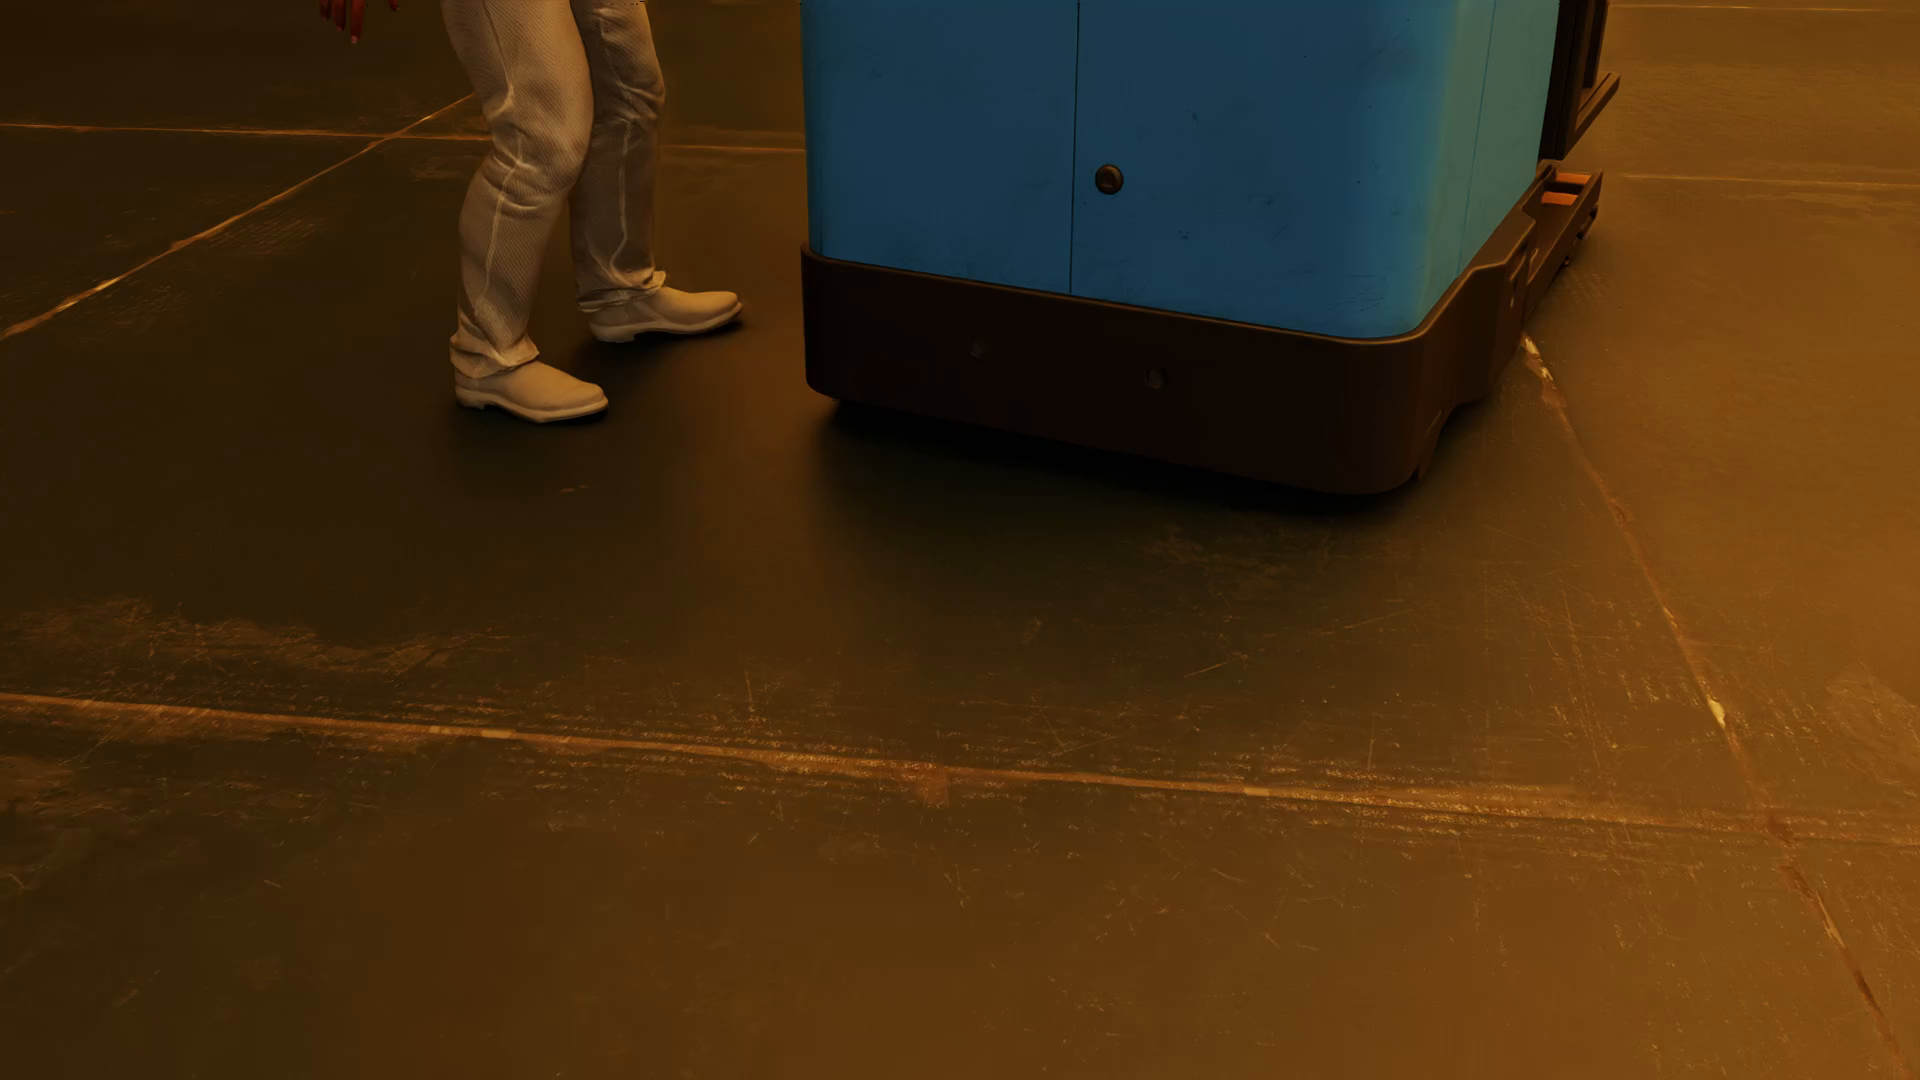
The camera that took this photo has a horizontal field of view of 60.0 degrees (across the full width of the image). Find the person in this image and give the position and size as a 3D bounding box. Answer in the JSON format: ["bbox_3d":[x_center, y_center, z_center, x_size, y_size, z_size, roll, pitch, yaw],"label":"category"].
[{"bbox_3d":[-0.692,-1.063,2.690,0.431,1.732,0.850,6,27,12],"label":"person"}]

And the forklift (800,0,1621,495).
[{"bbox_3d":[0.848,-2.005,3.236,1.130,2.935,3.031,13,29,24],"label":"forklift"}]
